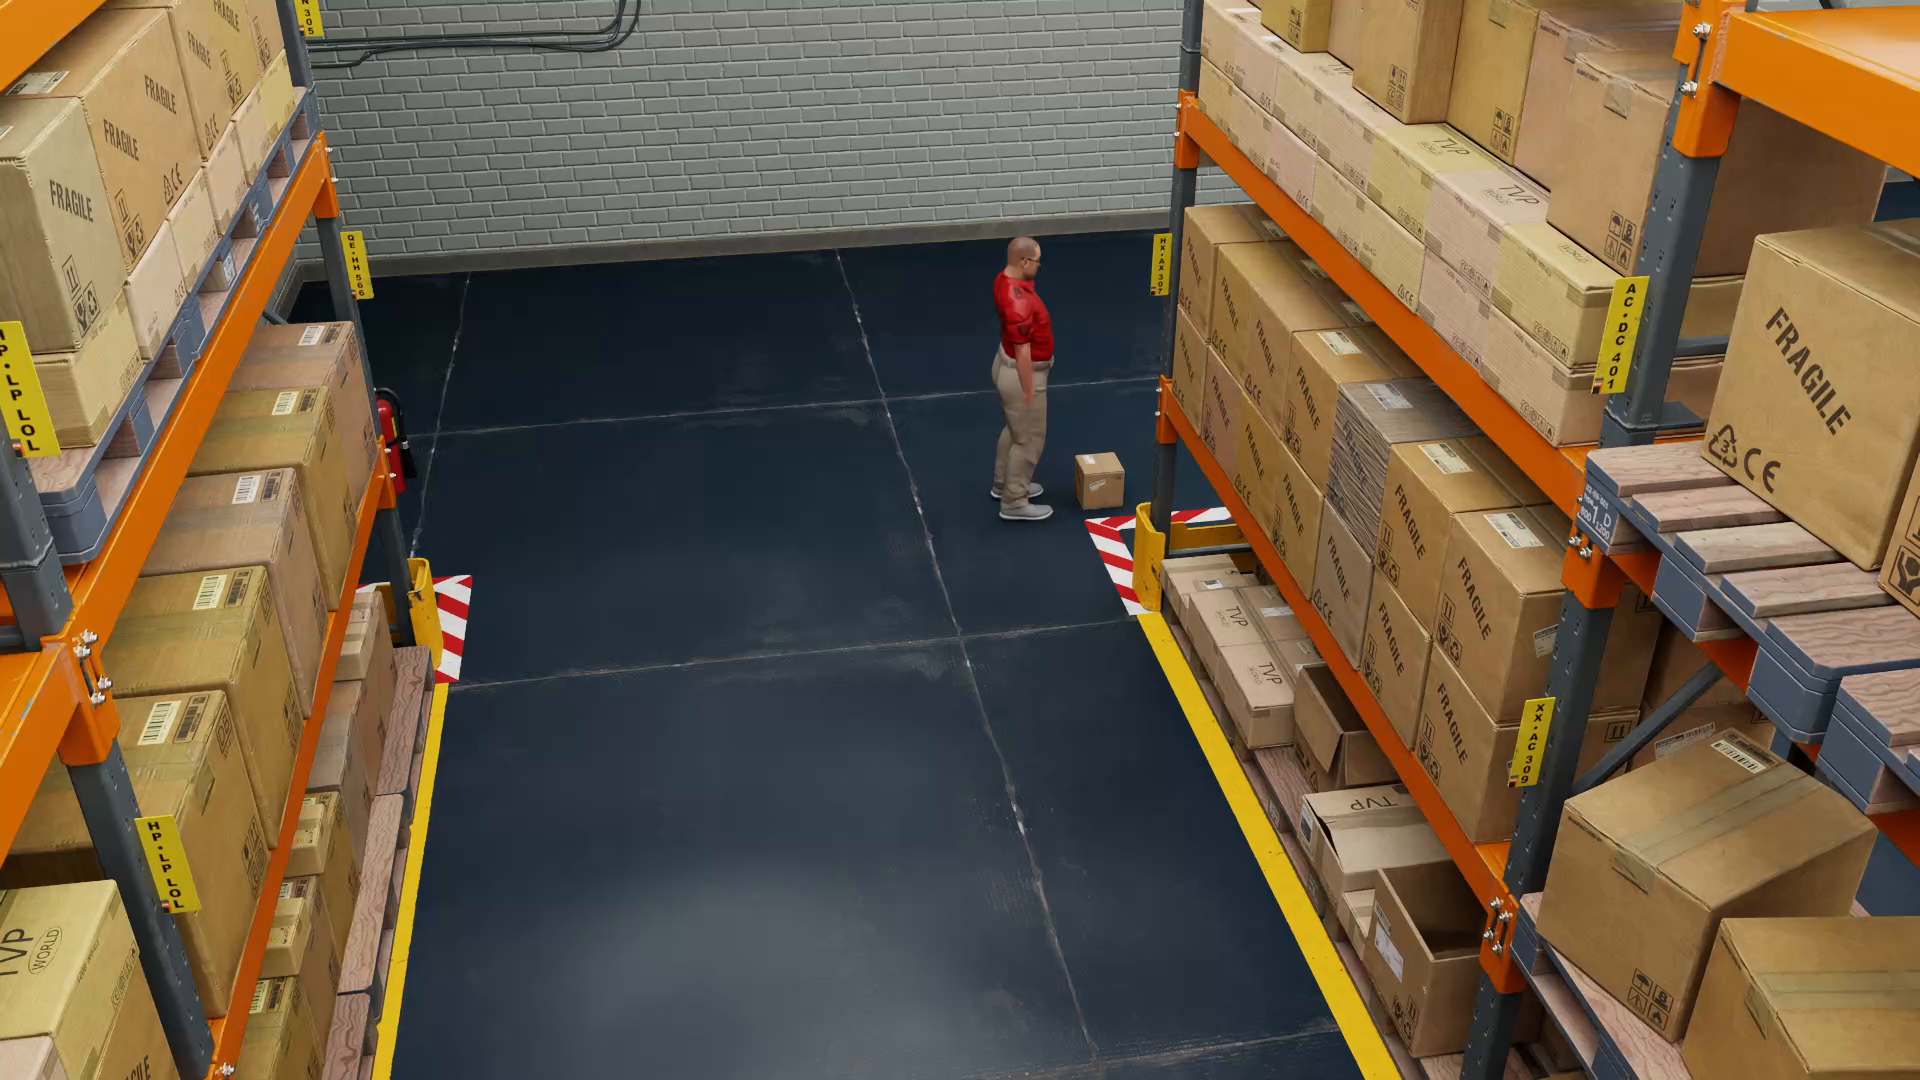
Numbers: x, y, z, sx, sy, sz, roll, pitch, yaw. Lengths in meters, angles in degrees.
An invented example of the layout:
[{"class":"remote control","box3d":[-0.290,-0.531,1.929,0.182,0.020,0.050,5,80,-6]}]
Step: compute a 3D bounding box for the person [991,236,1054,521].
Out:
[{"class":"person","box3d":[0.371,-0.962,9.799,0.359,1.721,0.529,-5,31,-8]}]
